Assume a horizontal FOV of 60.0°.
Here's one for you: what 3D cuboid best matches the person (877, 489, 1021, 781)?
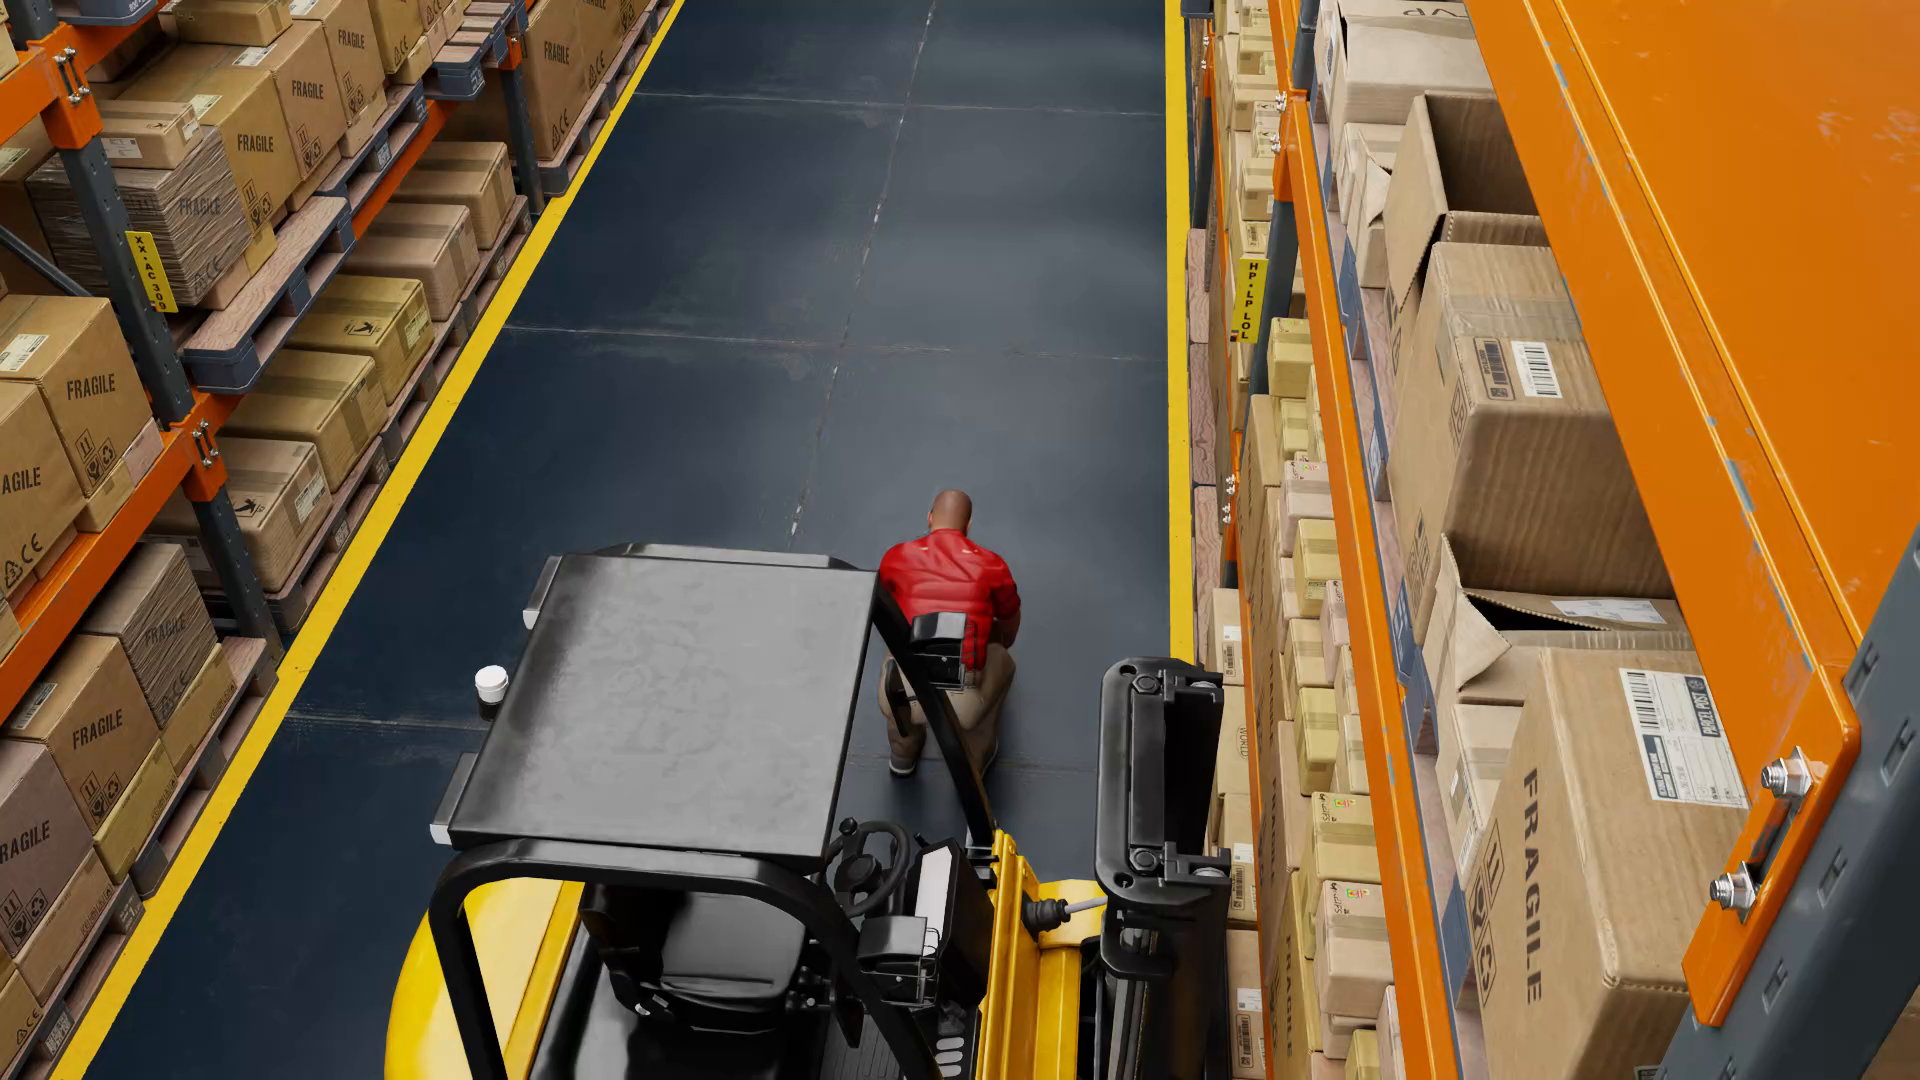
[{"bbox_3d":[-0.072,0.404,6.529,0.570,1.028,0.877,10,41,11],"label":"person"}]
